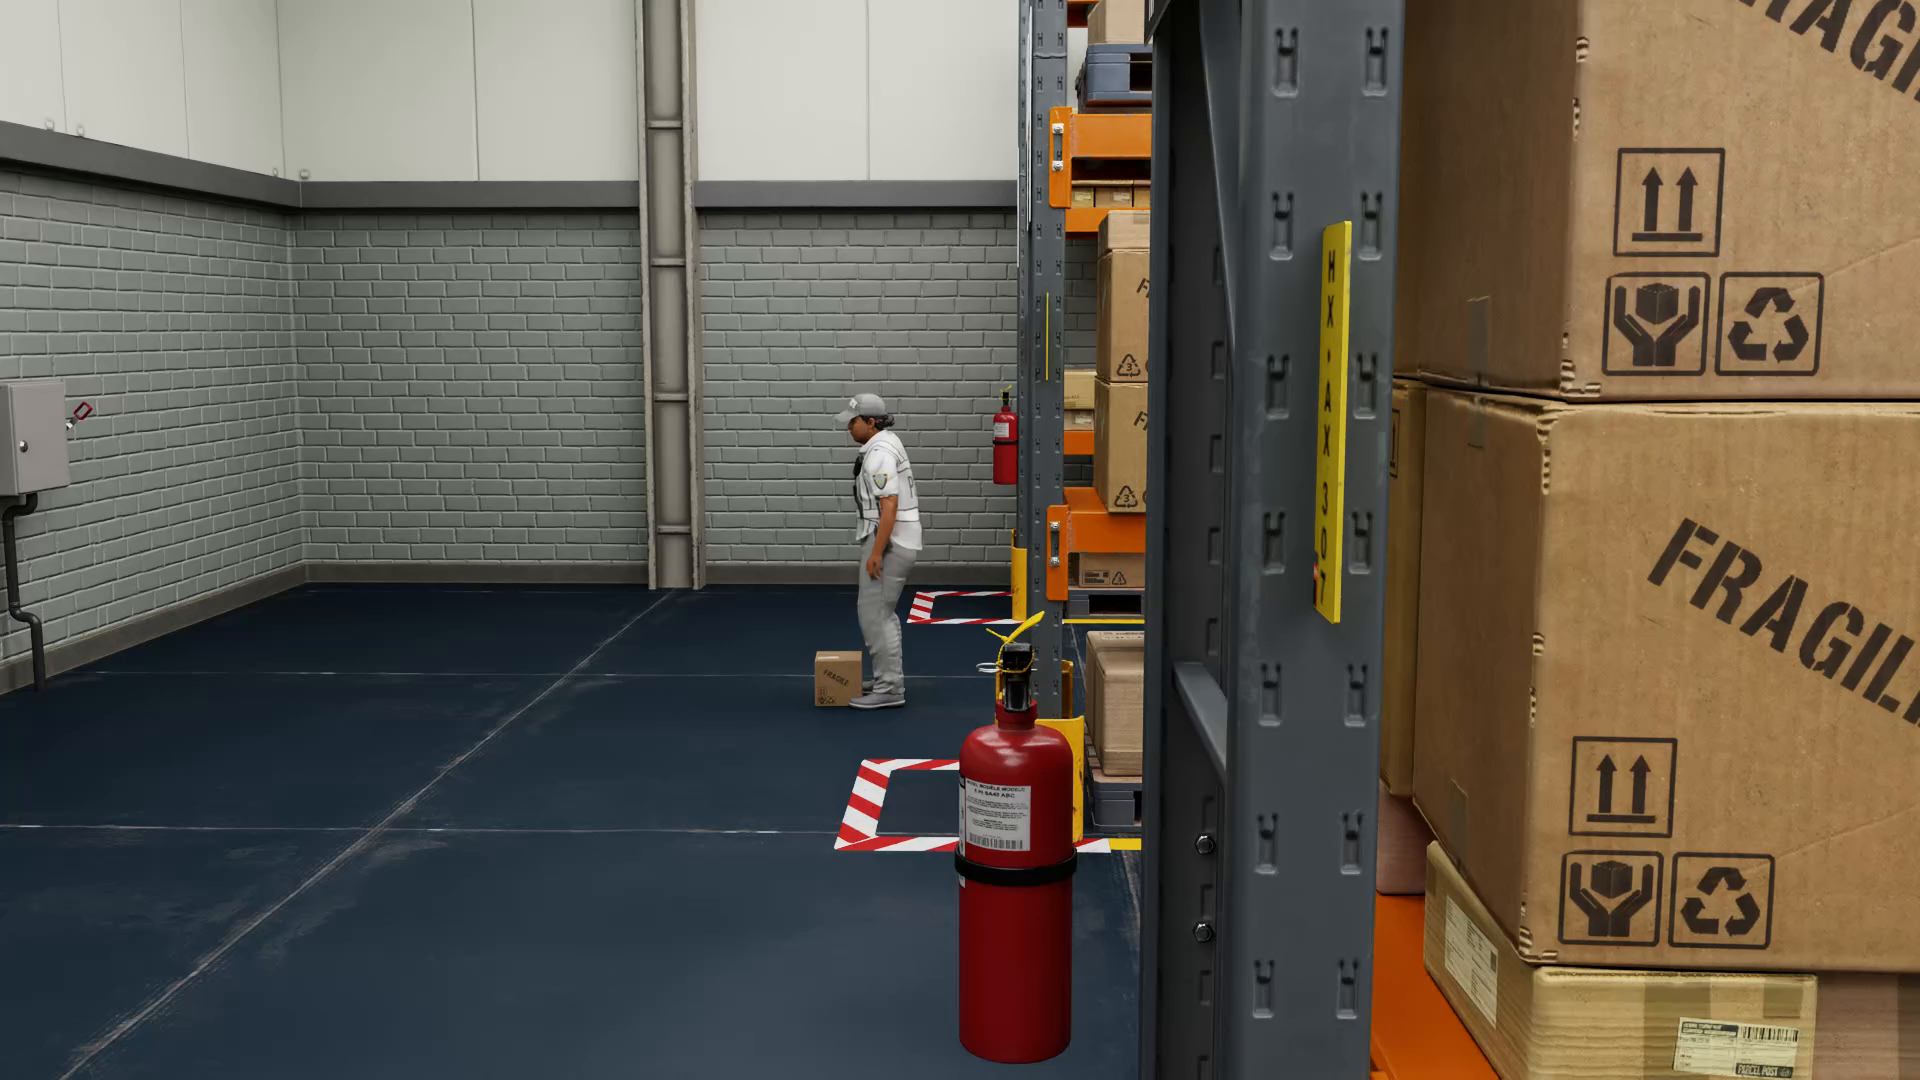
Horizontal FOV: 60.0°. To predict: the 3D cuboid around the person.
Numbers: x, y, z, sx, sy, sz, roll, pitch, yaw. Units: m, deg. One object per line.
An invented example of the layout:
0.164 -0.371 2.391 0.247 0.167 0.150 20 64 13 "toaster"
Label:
-0.436 0.047 8.886 0.465 1.667 0.564 0 7 -2 "person"
